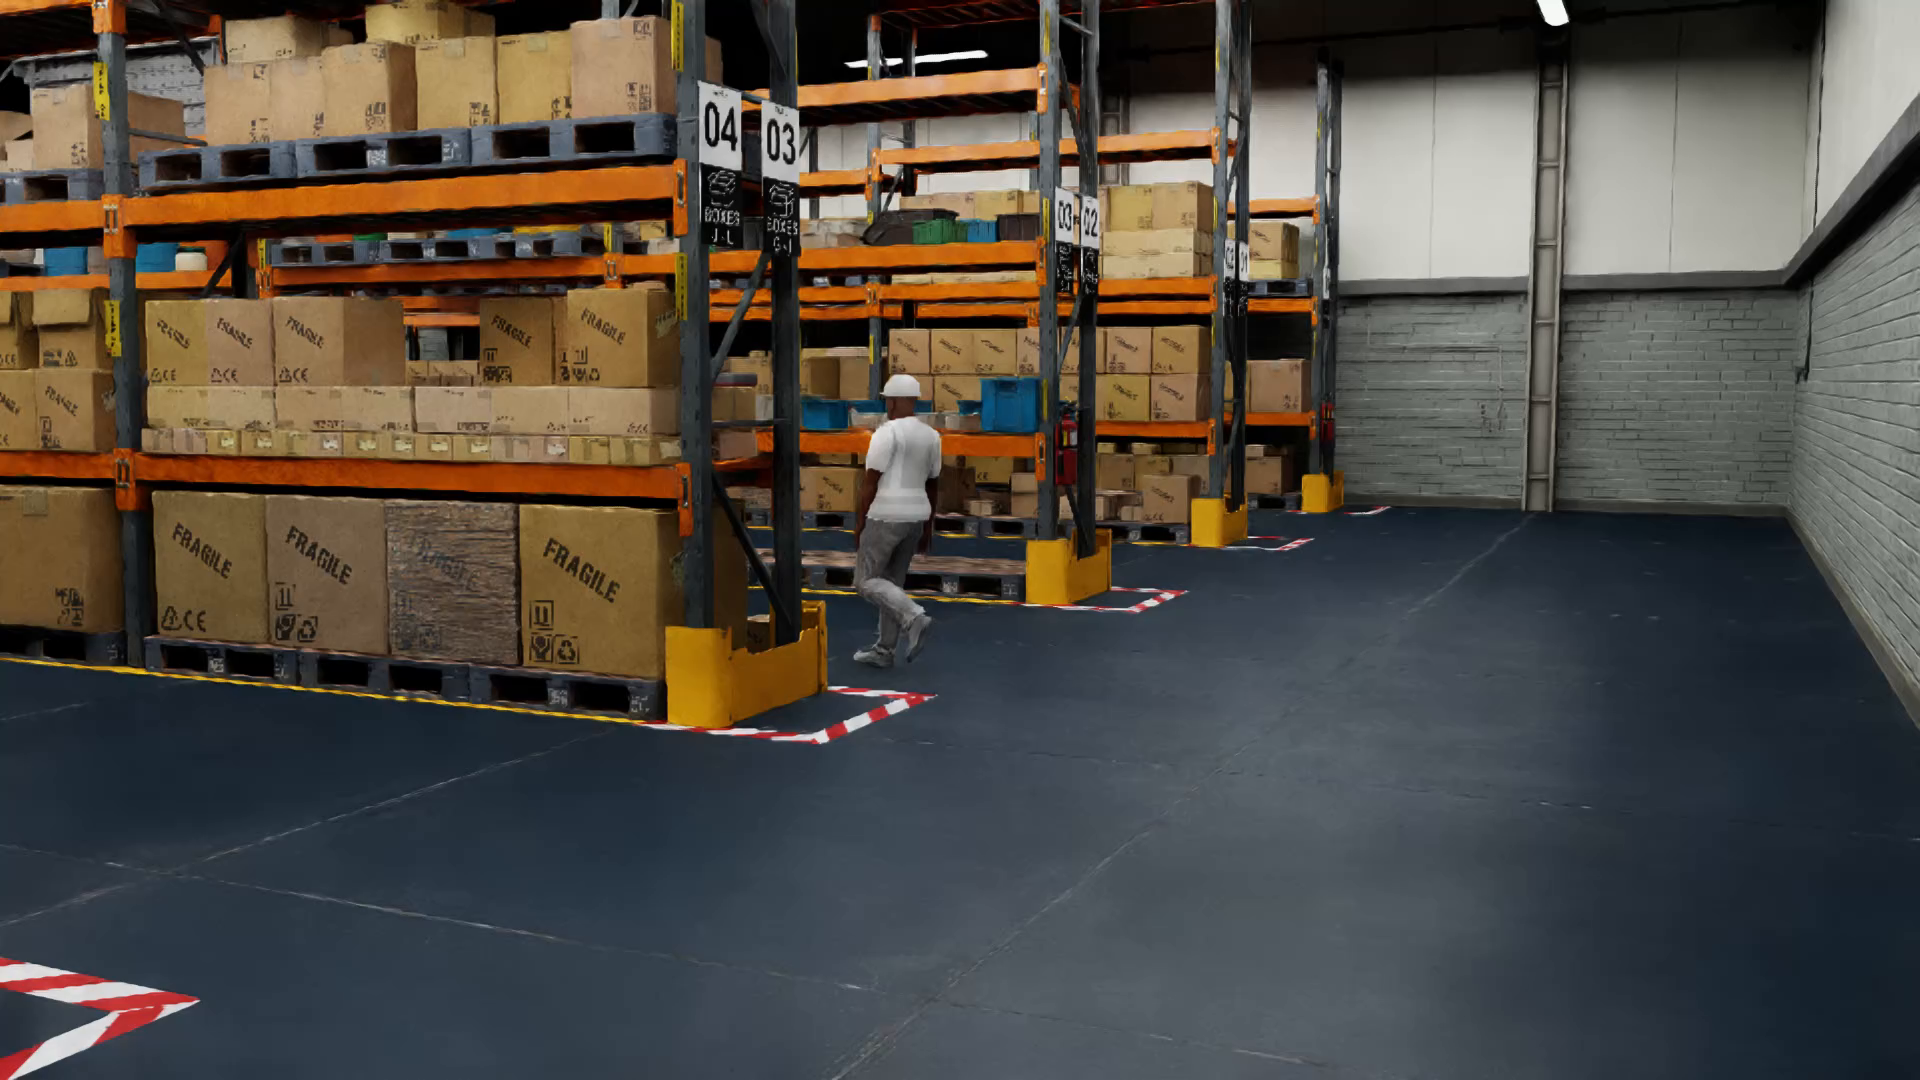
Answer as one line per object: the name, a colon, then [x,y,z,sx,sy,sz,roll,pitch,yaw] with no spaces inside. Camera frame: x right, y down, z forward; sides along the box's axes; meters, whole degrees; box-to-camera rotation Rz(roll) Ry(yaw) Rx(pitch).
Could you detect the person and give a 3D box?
person: [-0.350,-0.110,9.955,0.669,1.758,0.606,4,7,38]
